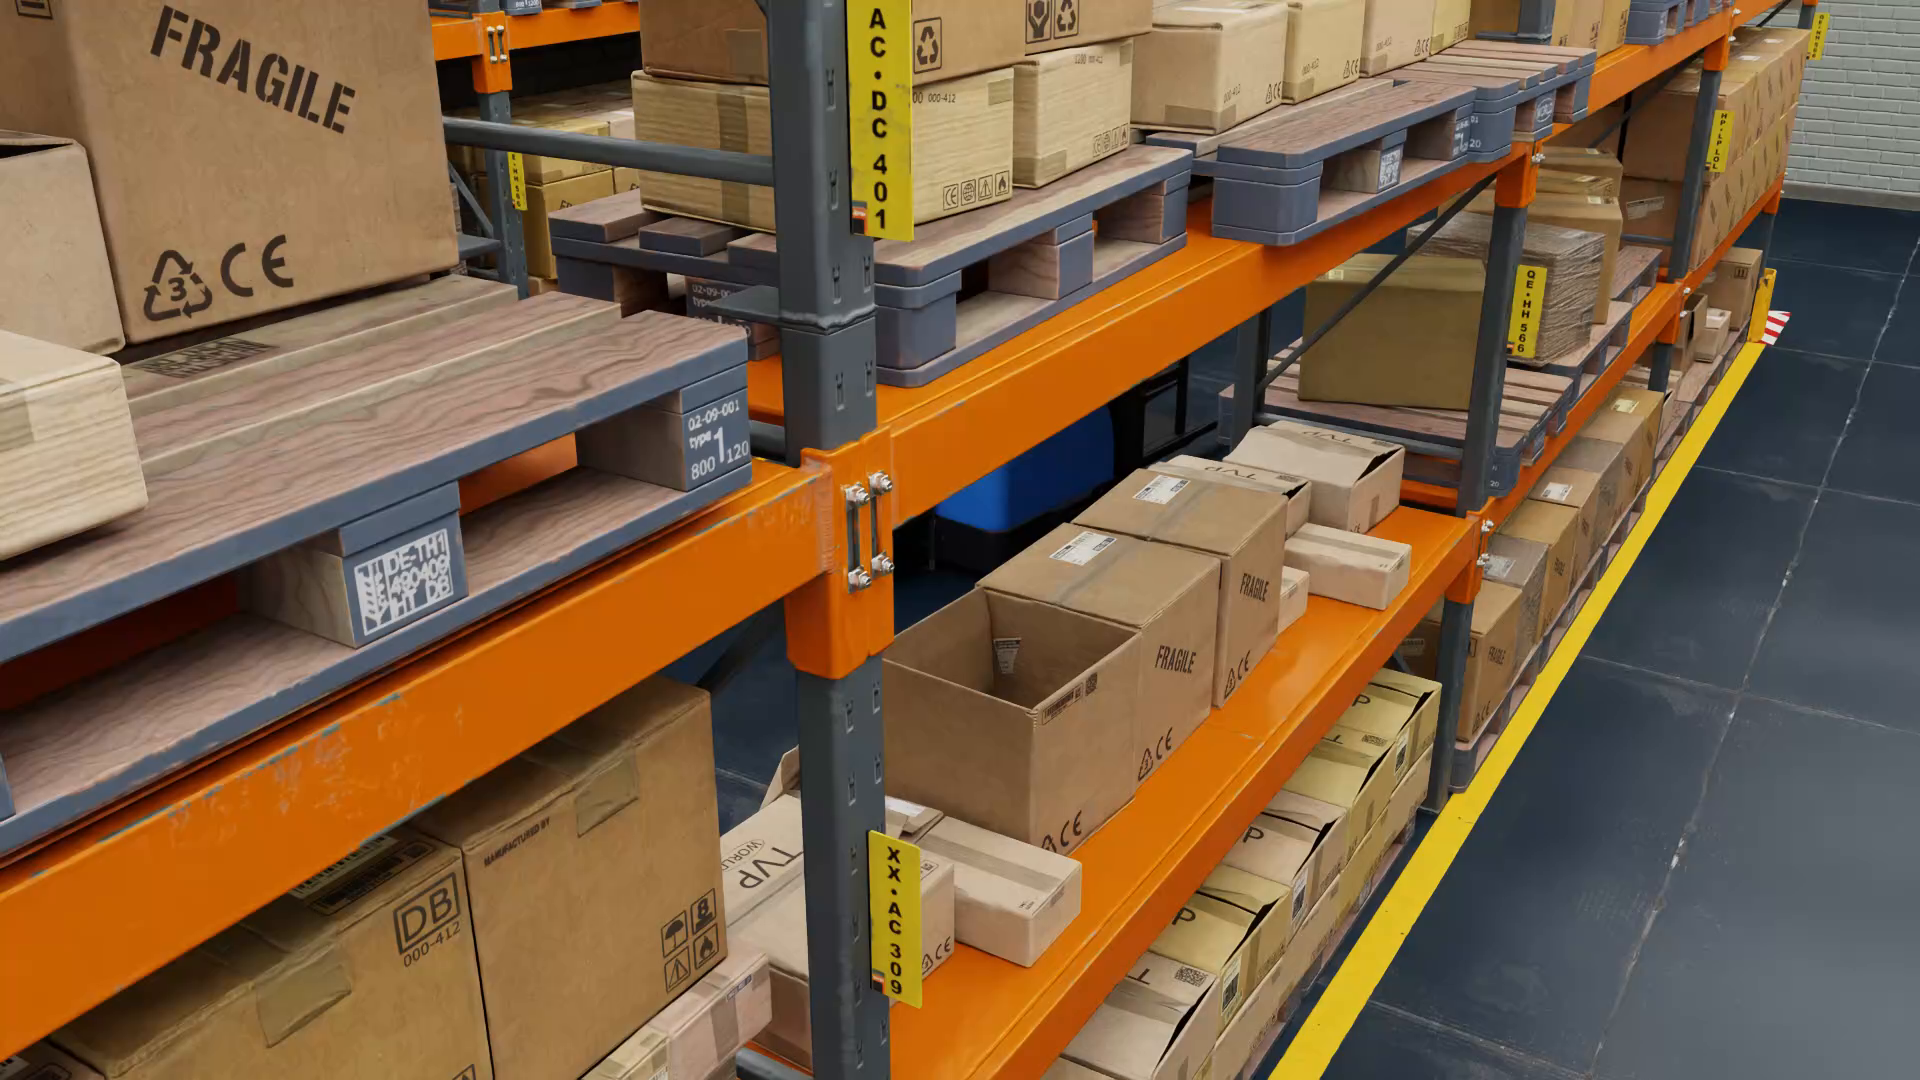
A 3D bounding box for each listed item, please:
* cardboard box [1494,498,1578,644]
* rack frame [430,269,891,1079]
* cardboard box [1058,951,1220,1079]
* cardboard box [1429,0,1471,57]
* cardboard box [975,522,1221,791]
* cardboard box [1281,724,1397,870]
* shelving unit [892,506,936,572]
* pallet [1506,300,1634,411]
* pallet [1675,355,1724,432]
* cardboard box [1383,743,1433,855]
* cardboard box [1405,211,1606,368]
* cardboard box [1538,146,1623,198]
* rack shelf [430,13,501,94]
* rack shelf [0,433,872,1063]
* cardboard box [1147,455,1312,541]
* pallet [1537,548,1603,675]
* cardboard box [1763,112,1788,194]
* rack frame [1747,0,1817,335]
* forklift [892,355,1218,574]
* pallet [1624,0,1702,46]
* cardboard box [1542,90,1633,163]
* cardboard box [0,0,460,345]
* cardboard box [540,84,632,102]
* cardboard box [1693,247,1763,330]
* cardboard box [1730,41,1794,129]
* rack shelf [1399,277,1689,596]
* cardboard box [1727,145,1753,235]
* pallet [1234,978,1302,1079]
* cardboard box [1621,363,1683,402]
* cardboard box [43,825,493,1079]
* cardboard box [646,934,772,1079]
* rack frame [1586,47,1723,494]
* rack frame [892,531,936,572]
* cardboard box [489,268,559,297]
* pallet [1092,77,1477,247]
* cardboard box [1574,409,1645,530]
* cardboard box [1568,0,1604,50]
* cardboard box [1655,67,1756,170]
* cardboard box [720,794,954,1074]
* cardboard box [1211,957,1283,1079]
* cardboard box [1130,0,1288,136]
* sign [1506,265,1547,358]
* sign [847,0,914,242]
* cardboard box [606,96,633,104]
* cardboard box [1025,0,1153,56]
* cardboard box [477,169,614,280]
[{"bbox_3d":[2.553,0.115,7.802,0.500,0.500,0.500,13,27,28],"label":"cardboard box"},{"bbox_3d":[-0.580,0.959,3.258,1.000,3.000,0.127,14,27,29],"label":"rack frame"},{"bbox_3d":[0.390,1.341,4.603,0.500,0.311,0.500,13,27,27],"label":"cardboard box"},{"bbox_3d":[1.338,-1.726,5.346,0.500,0.250,0.500,12,26,25],"label":"cardboard box"},{"bbox_3d":[0.381,0.311,4.630,0.500,0.500,0.500,14,27,29],"label":"cardboard box"},{"bbox_3d":[1.194,0.826,5.792,0.500,0.311,0.500,13,27,28],"label":"cardboard box"},{"bbox_3d":[-0.443,-0.770,8.386,0.431,2.100,0.503,18,29,35],"label":"shelving unit"},{"bbox_3d":[2.551,-0.960,7.933,1.003,0.211,1.213,14,27,29],"label":"pallet"},{"bbox_3d":[4.645,-1.106,11.539,1.003,0.211,1.213,14,27,29],"label":"pallet"},{"bbox_3d":[1.459,0.907,6.311,0.500,0.250,0.500,15,27,30],"label":"cardboard box"},{"bbox_3d":[2.411,-1.134,7.440,0.700,0.500,0.500,20,31,39],"label":"cardboard box"},{"bbox_3d":[3.200,-1.866,9.131,0.700,0.500,0.500,5,24,11],"label":"cardboard box"},{"bbox_3d":[-3.736,-1.799,6.760,1.077,0.370,4.000,14,27,29],"label":"rack shelf"},{"bbox_3d":[-1.635,0.588,1.246,1.077,0.370,4.000,14,27,29],"label":"rack shelf"},{"bbox_3d":[0.893,-0.088,5.791,0.500,0.311,0.500,14,27,28],"label":"cardboard box"},{"bbox_3d":[2.600,0.235,8.442,1.003,0.211,1.213,14,27,29],"label":"pallet"},{"bbox_3d":[5.474,-2.753,11.707,0.500,0.500,0.500,14,27,29],"label":"cardboard box"},{"bbox_3d":[5.749,-3.091,12.614,1.000,3.000,0.127,14,27,29],"label":"rack frame"},{"bbox_3d":[0.742,-1.680,9.442,1.130,2.935,3.031,18,29,35],"label":"forklift"},{"bbox_3d":[2.691,-2.475,7.652,1.213,0.211,1.003,14,27,29],"label":"pallet"},{"bbox_3d":[3.686,-2.470,9.796,0.500,0.500,0.500,14,27,29],"label":"cardboard box"},{"bbox_3d":[-1.070,-0.605,2.266,0.500,0.500,0.500,16,28,33],"label":"cardboard box"},{"bbox_3d":[-2.112,-2.517,9.819,0.500,0.250,0.500,13,27,28],"label":"cardboard box"},{"bbox_3d":[5.672,-1.910,12.480,0.500,0.500,0.500,14,27,29],"label":"cardboard box"},{"bbox_3d":[5.213,-3.041,11.114,0.500,0.500,0.500,15,27,30],"label":"cardboard box"},{"bbox_3d":[2.584,-0.736,8.079,1.077,0.370,4.000,14,27,29],"label":"rack shelf"},{"bbox_3d":[4.673,-2.243,10.531,0.500,0.500,0.500,14,27,29],"label":"cardboard box"},{"bbox_3d":[0.418,1.569,5.360,1.003,0.211,1.213,14,27,29],"label":"pallet"},{"bbox_3d":[4.492,-1.033,10.873,0.380,0.166,0.250,14,27,29],"label":"cardboard box"},{"bbox_3d":[-1.075,0.640,2.237,0.700,0.500,0.500,14,27,29],"label":"cardboard box"},{"bbox_3d":[-0.542,0.752,2.794,0.380,0.149,0.250,14,27,29],"label":"cardboard box"},{"bbox_3d":[3.639,-1.741,9.495,1.000,3.000,0.127,14,27,29],"label":"rack frame"},{"bbox_3d":[-0.290,-0.846,8.561,0.400,2.100,0.015,18,29,35],"label":"rack frame"},{"bbox_3d":[-2.311,-1.384,8.962,0.380,0.149,0.250,13,27,28],"label":"cardboard box"},{"bbox_3d":[0.660,-1.055,4.373,1.003,0.211,1.213,15,28,31],"label":"pallet"},{"bbox_3d":[3.355,-0.404,9.000,0.500,0.500,0.500,14,27,29],"label":"cardboard box"},{"bbox_3d":[2.000,-2.140,6.515,0.910,0.500,0.500,14,27,29],"label":"cardboard box"},{"bbox_3d":[4.399,-2.520,9.910,0.500,0.500,0.500,13,27,27],"label":"cardboard box"},{"bbox_3d":[-0.358,0.853,3.693,0.500,0.250,0.500,16,28,32],"label":"cardboard box"},{"bbox_3d":[0.654,1.425,5.115,0.500,0.250,0.500,14,27,30],"label":"cardboard box"},{"bbox_3d":[0.480,-1.174,4.070,0.500,0.250,0.500,11,26,25],"label":"cardboard box"},{"bbox_3d":[2.003,-0.807,5.881,0.100,0.325,0.005,14,27,29],"label":"sign"},{"bbox_3d":[-0.108,-0.575,2.276,0.100,0.325,0.005,14,27,29],"label":"sign"},{"bbox_3d":[-1.679,-2.414,9.580,0.500,0.250,0.500,14,27,29],"label":"cardboard box"},{"bbox_3d":[0.059,-1.282,3.377,0.500,0.500,0.500,17,29,34],"label":"cardboard box"},{"bbox_3d":[-2.207,-1.729,8.944,0.500,0.500,0.500,15,27,30],"label":"cardboard box"}]
